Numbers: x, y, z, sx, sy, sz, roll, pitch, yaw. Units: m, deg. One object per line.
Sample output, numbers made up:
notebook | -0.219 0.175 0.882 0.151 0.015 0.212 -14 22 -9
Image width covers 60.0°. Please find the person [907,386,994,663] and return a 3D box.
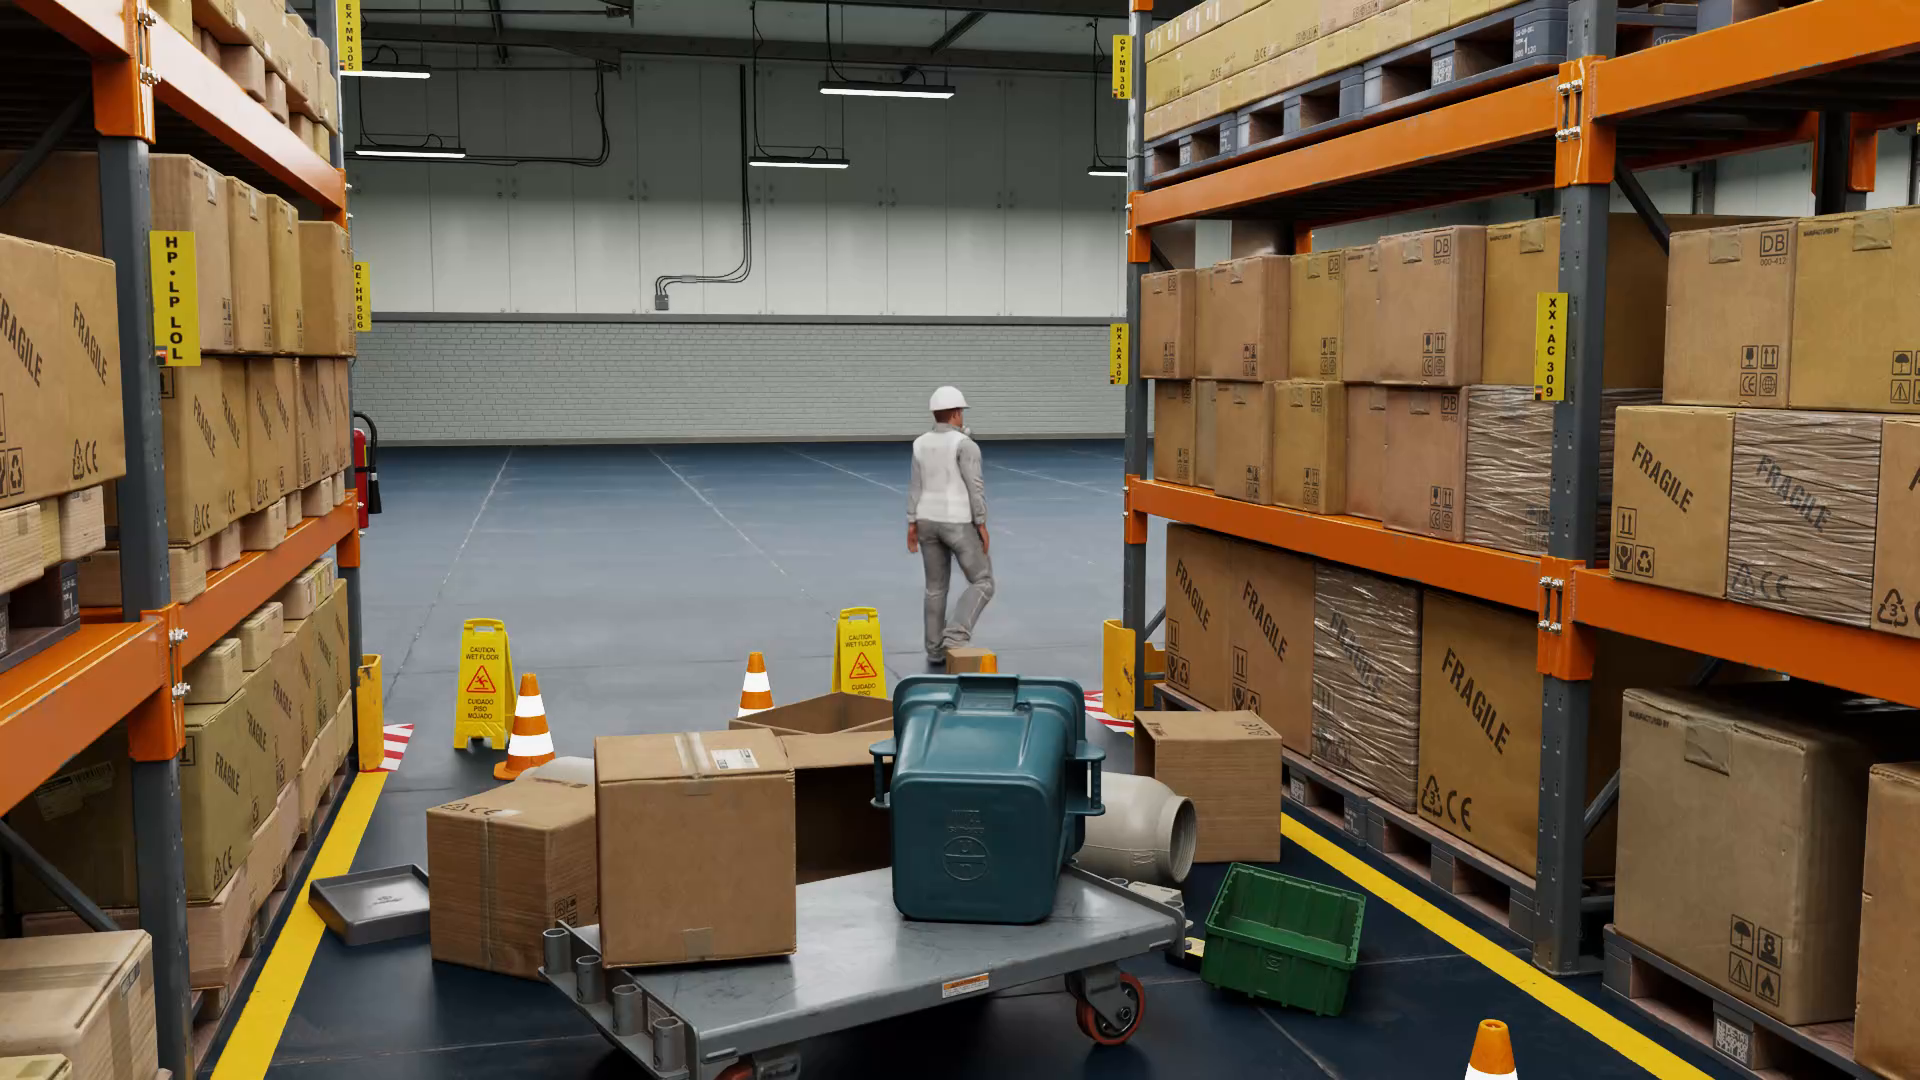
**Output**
person | -0.051 -0.088 10.562 0.694 1.756 0.517 5 8 37
